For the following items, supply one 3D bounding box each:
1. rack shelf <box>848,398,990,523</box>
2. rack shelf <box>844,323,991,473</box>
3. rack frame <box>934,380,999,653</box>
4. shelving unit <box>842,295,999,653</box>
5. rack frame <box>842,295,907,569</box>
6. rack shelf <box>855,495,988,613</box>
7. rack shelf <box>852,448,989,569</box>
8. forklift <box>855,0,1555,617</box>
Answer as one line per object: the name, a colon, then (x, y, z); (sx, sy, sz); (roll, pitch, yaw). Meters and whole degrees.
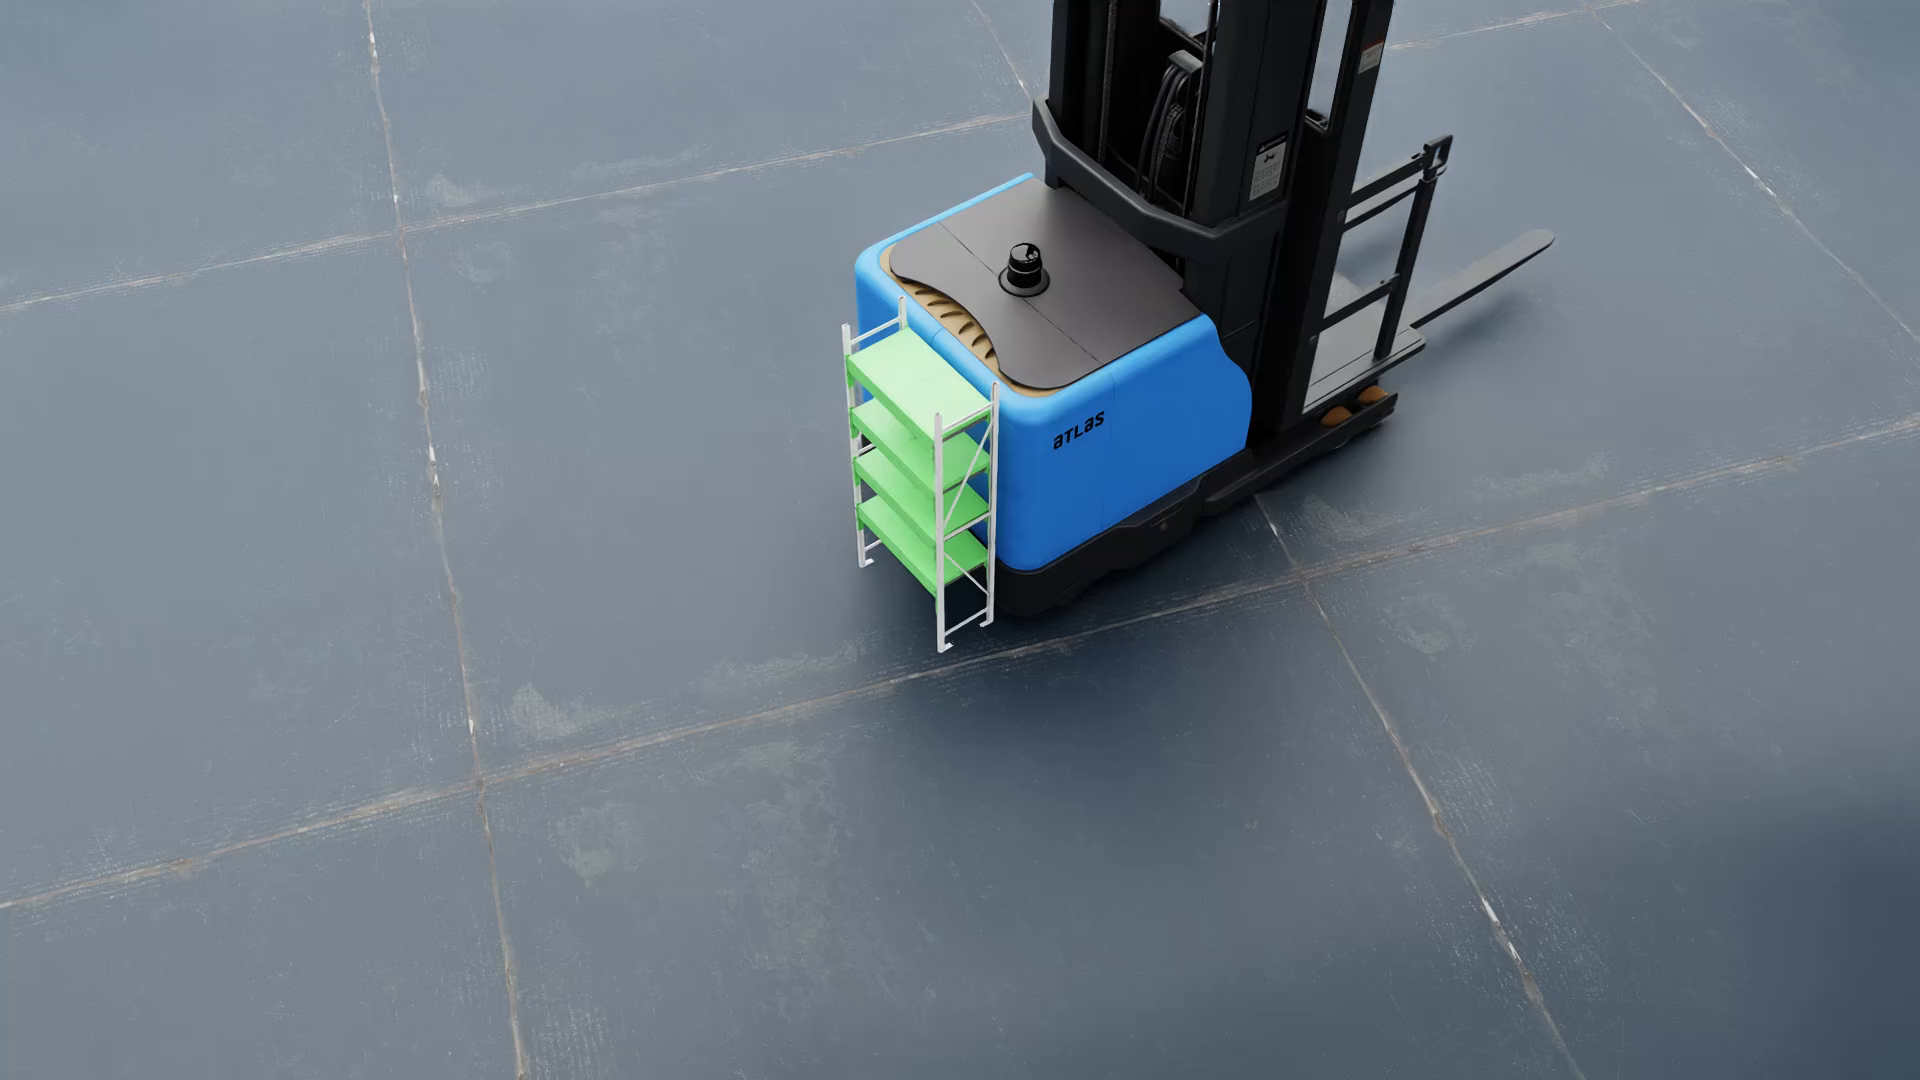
rack shelf: (-0.126, -0.305, 5.492); (0.258, 0.148, 0.480); (-30, 56, -23)
rack shelf: (-0.126, -0.460, 5.309); (0.258, 0.148, 0.480); (-30, 56, -23)
rack frame: (0.021, -0.043, 5.501); (0.240, 1.200, 0.015); (-30, 56, -23)
shelving unit: (-0.126, -0.192, 5.627); (0.258, 1.200, 0.503); (-30, 56, -23)
rack frame: (-0.274, -0.340, 5.752); (0.240, 1.200, 0.015); (-30, 56, -23)
rack shelf: (-0.126, 0.004, 5.859); (0.258, 0.148, 0.480); (-30, 56, -23)
rack shelf: (-0.126, -0.150, 5.676); (0.258, 0.148, 0.480); (-30, 56, -23)
forklift: (1.110, -1.604, 5.685); (3.031, 2.935, 1.130); (-30, 56, -23)
